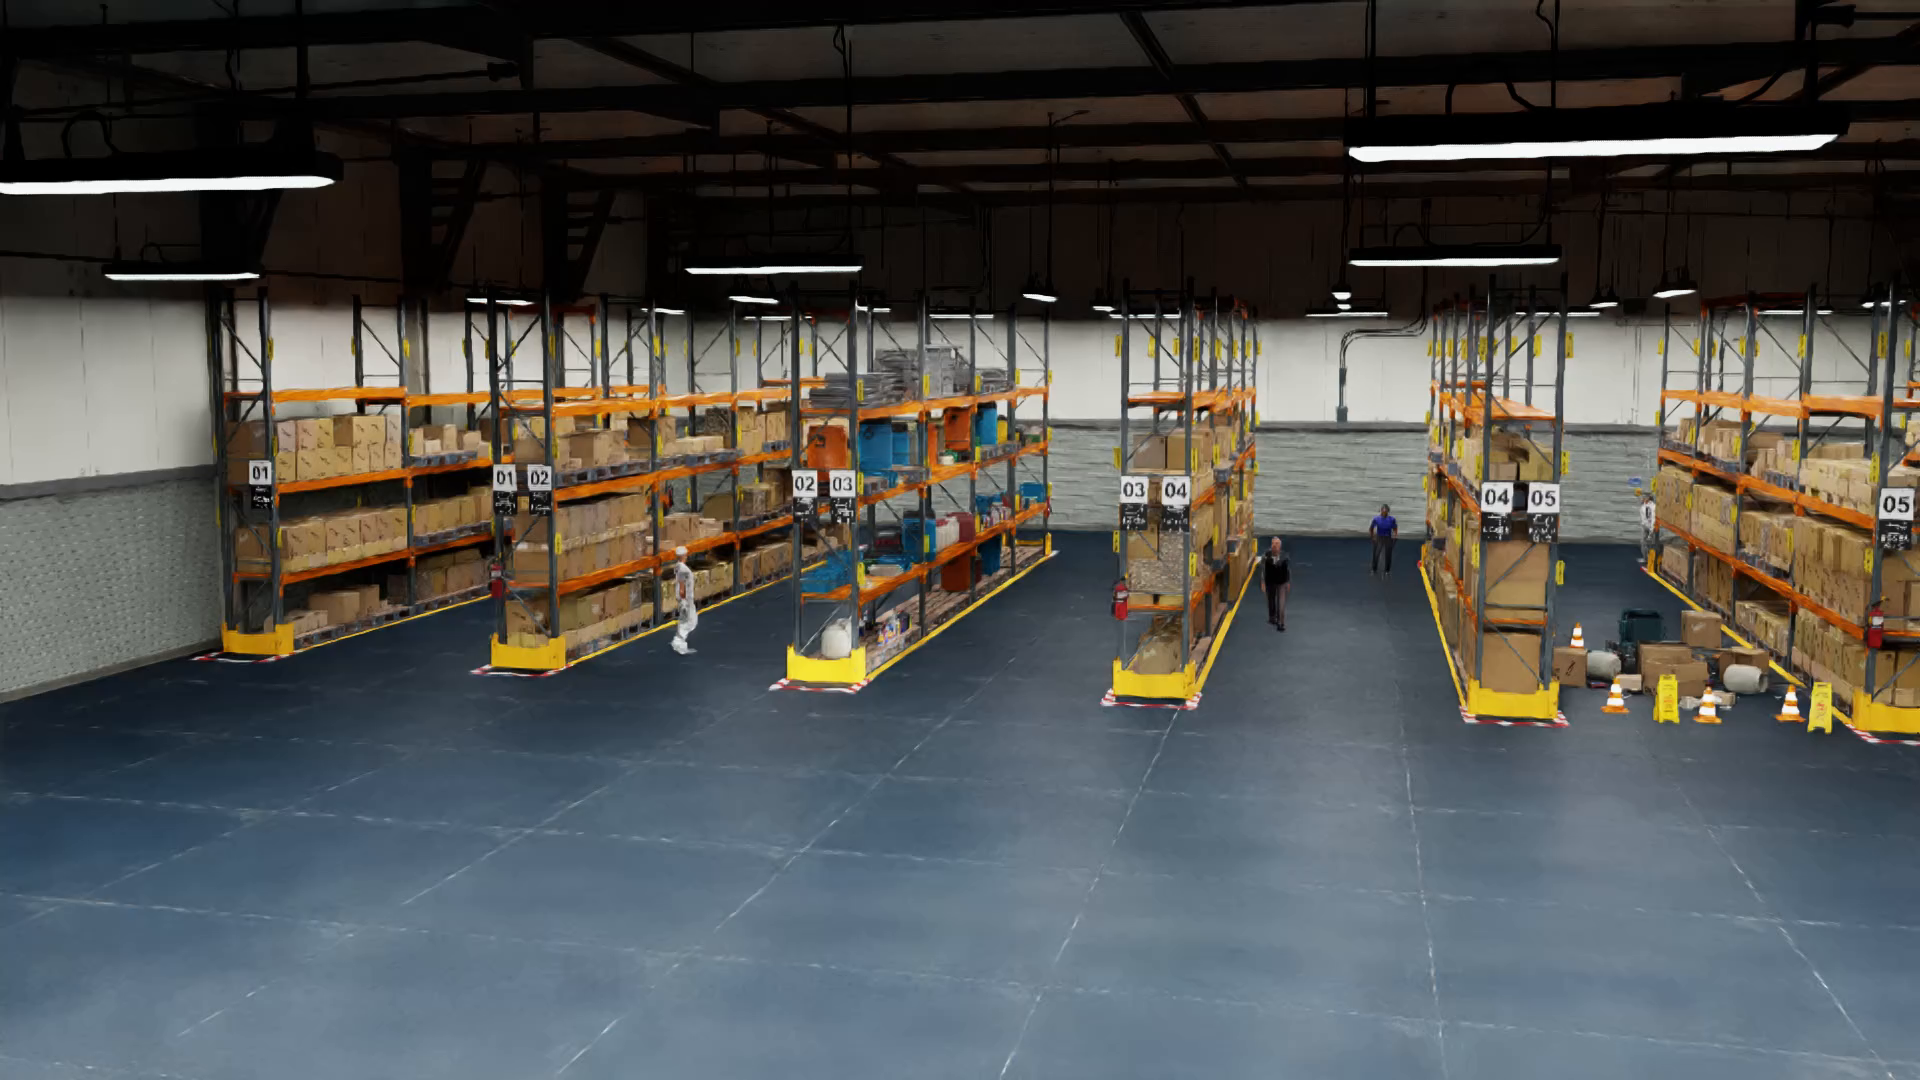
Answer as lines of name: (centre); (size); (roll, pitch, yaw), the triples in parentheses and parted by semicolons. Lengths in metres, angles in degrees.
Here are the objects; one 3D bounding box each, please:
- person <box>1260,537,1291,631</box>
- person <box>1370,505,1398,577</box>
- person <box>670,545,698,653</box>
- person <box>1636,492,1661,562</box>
person: (5.635, 0.760, 29.769); (0.543, 1.647, 1.115); (2, 7, 15)
person: (9.320, 0.012, 36.608); (0.592, 1.604, 0.518); (1, 7, 11)
person: (-4.555, 0.982, 27.295); (0.443, 1.786, 0.594); (-2, 7, -15)
person: (16.246, -0.309, 39.109); (0.595, 1.658, 0.510); (-2, 7, -21)
